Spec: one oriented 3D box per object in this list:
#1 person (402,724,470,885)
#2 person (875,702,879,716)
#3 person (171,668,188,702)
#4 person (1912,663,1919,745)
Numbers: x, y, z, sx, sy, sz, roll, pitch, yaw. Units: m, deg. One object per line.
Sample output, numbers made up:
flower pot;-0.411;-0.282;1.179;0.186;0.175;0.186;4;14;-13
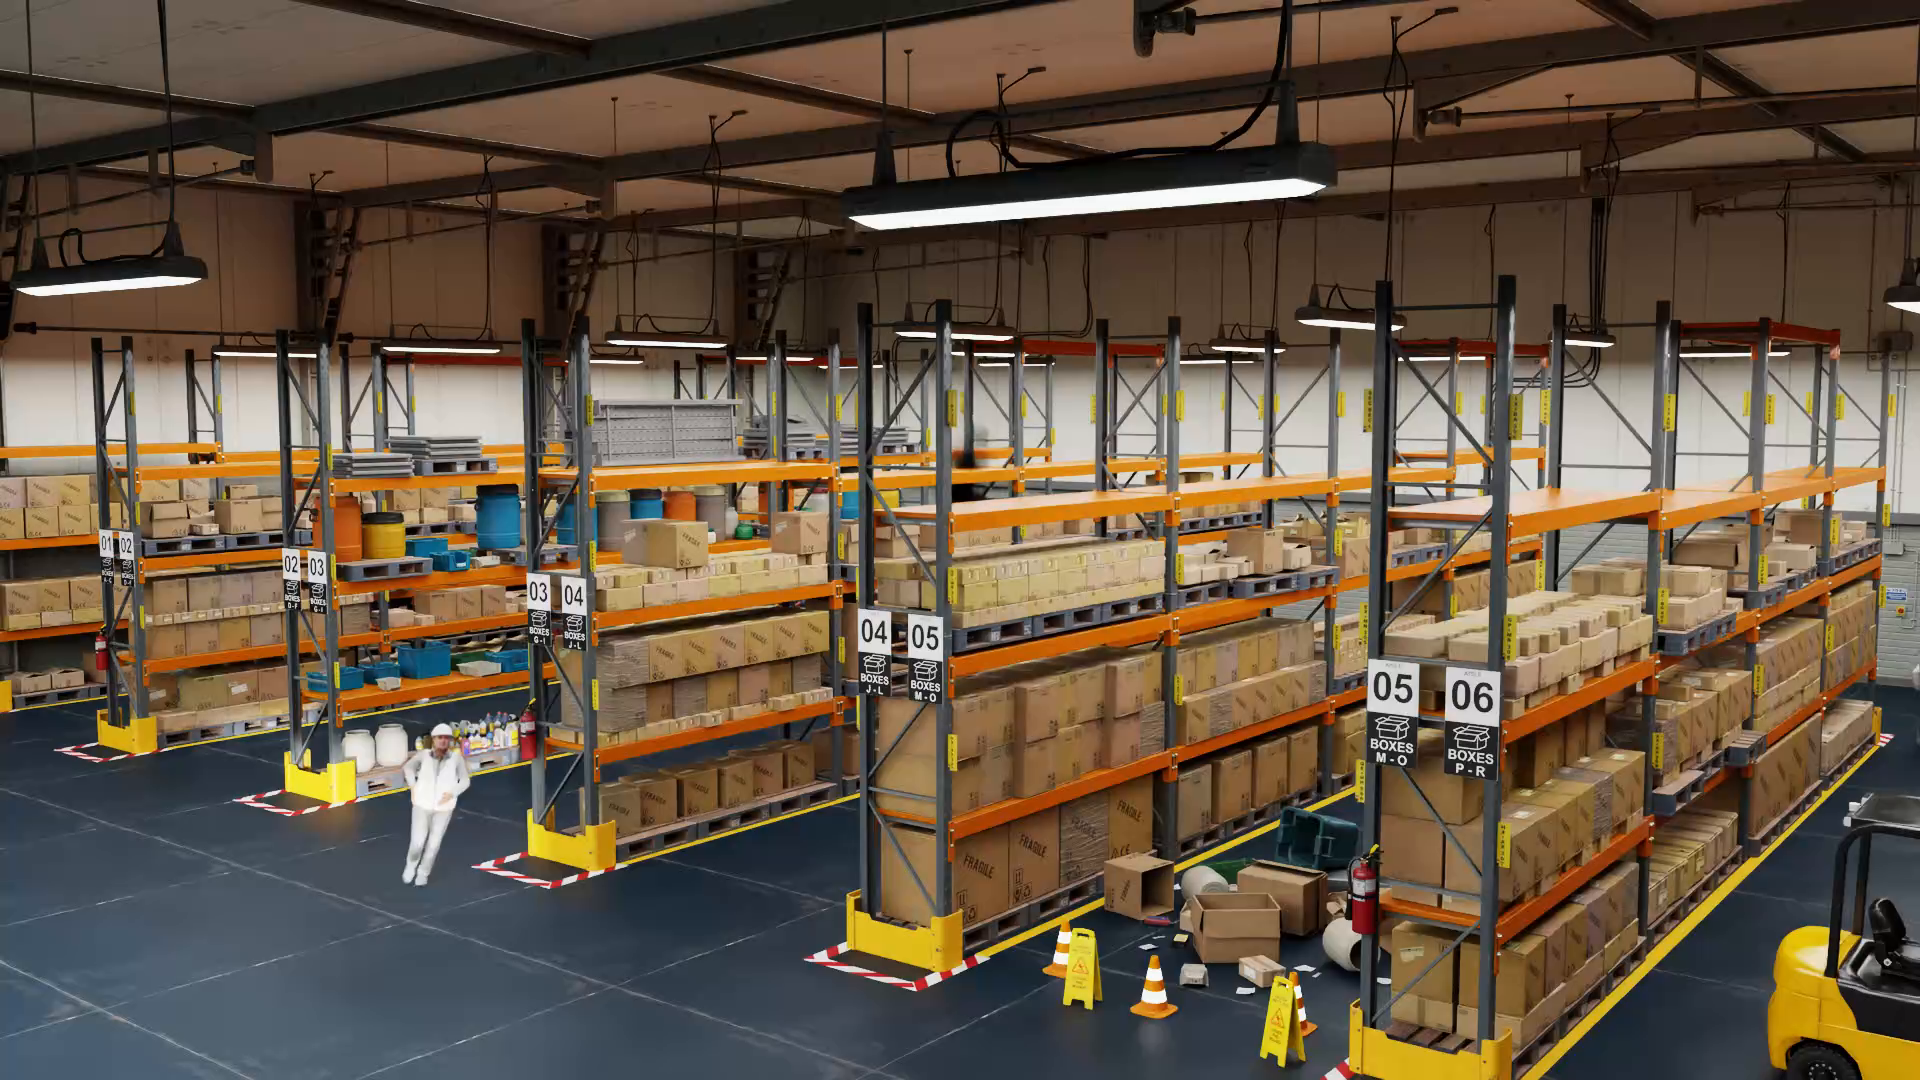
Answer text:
person;-5.513;2.785;17.474;0.710;1.724;0.582;-2;5;-18
person;-1.377;2.087;26.109;0.507;1.642;0.741;3;6;31
person;-12.582;1.954;26.846;0.673;1.812;0.706;3;6;29
person;14.124;2.223;24.050;0.651;1.686;0.876;2;5;25
